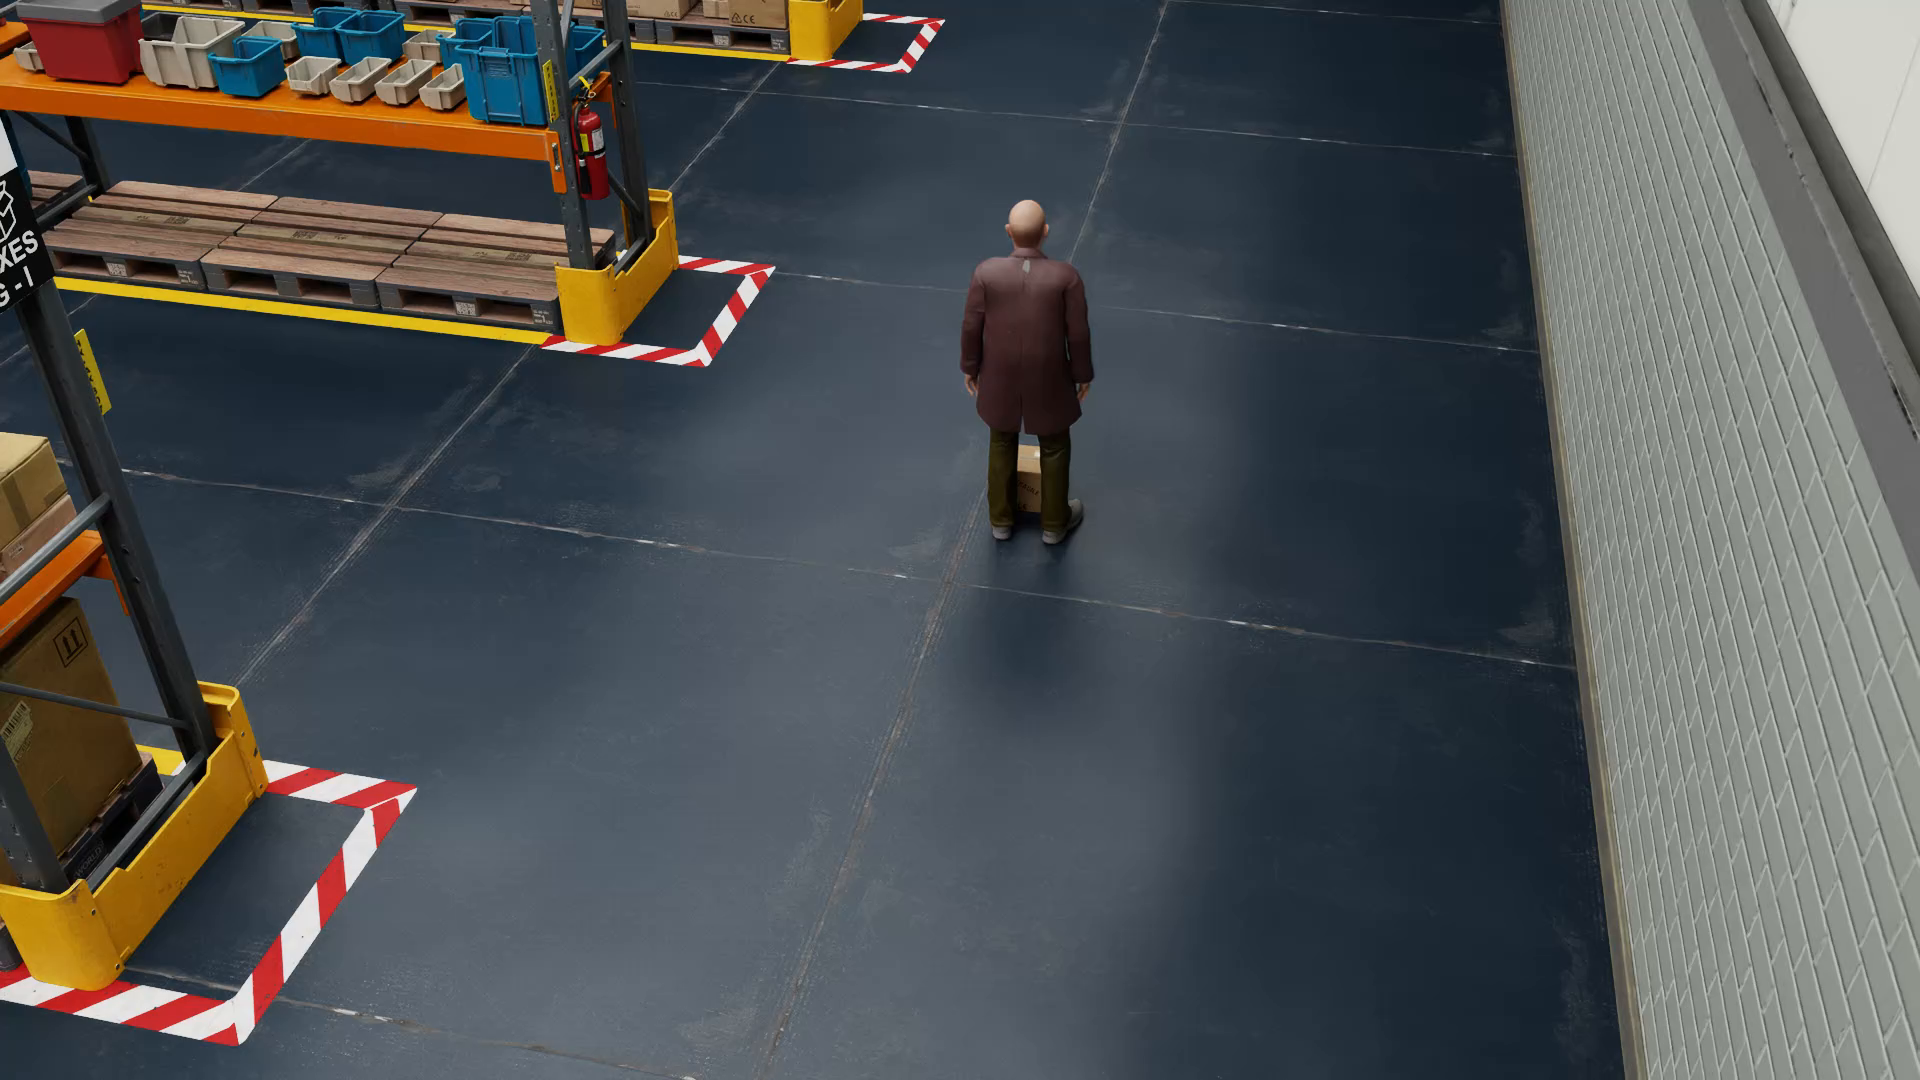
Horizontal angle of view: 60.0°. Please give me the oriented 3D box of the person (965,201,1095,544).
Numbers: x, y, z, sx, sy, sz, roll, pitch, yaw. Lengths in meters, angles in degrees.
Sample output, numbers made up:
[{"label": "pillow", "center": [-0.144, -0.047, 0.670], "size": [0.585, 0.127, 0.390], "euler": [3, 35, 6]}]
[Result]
[{"label": "person", "center": [0.338, -0.790, 8.063], "size": [0.640, 1.773, 0.427], "euler": [7, 37, 10]}]
